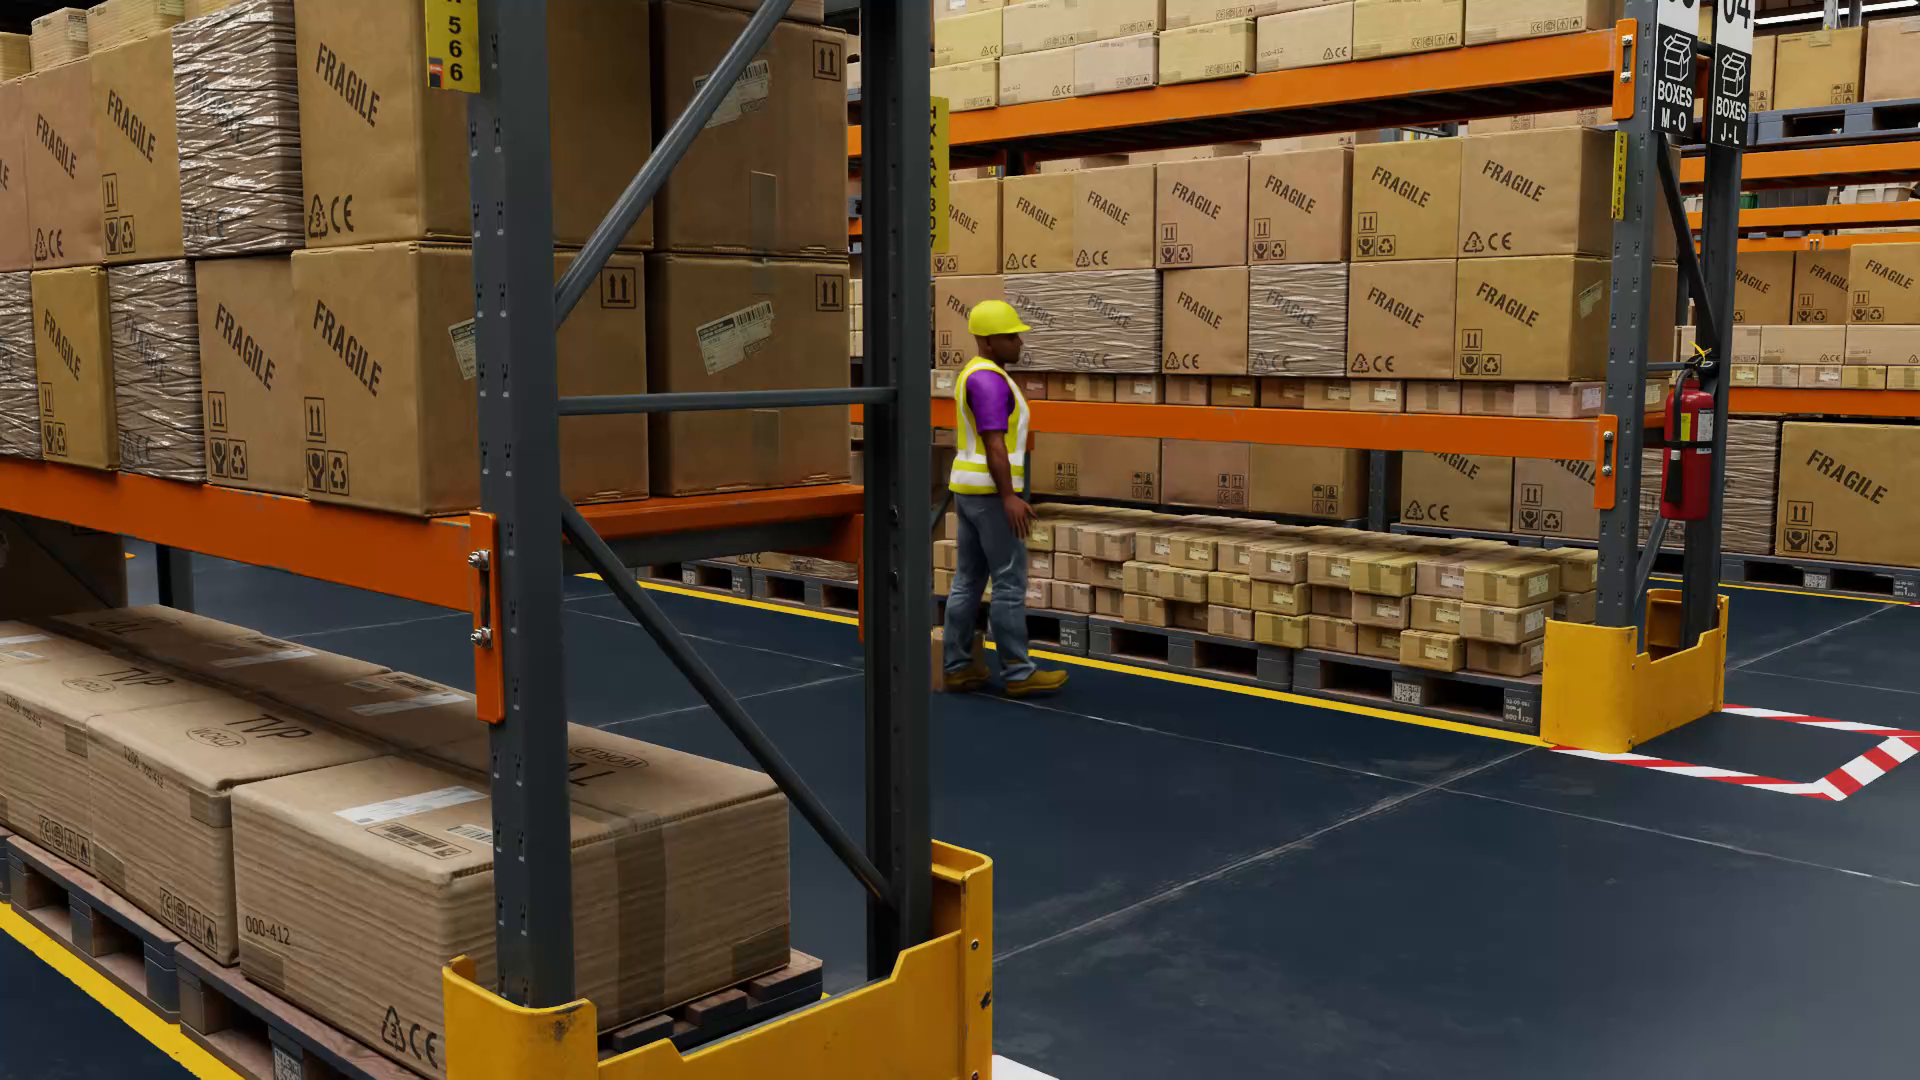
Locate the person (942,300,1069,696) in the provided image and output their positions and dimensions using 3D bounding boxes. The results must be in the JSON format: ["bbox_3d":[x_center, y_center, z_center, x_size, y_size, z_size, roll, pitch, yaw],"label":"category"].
[{"bbox_3d":[0.208,-0.193,7.520,0.560,1.763,0.651,-1,7,-11],"label":"person"}]
